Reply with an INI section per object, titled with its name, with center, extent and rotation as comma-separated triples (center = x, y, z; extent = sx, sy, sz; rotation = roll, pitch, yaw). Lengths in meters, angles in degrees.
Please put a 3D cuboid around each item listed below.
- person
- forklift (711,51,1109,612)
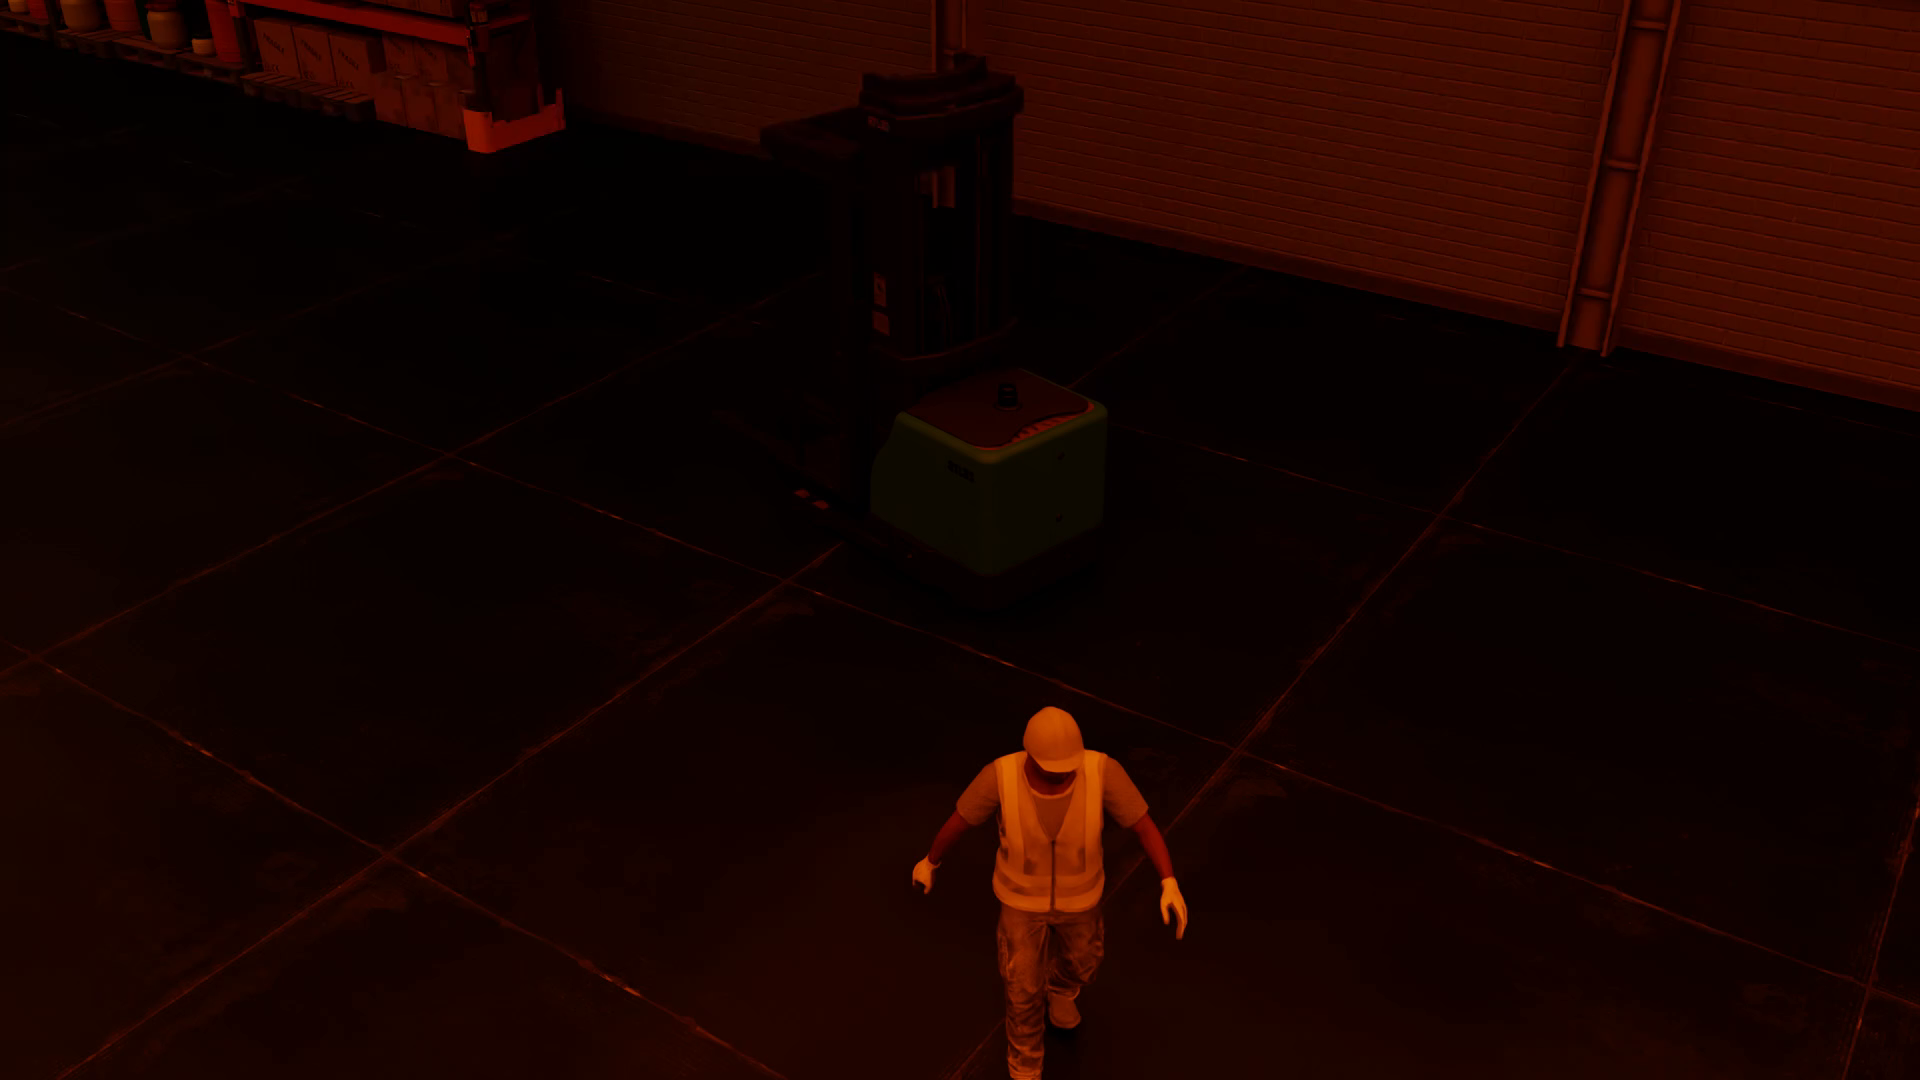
[person]
center = 0.322, 1.375, 6.386
extent = 0.991, 1.758, 0.759
rotation = -2, 30, -4
[forklift]
center = -0.474, -1.508, 10.178
extent = 1.130, 2.935, 3.031
rotation = -24, 38, -35
